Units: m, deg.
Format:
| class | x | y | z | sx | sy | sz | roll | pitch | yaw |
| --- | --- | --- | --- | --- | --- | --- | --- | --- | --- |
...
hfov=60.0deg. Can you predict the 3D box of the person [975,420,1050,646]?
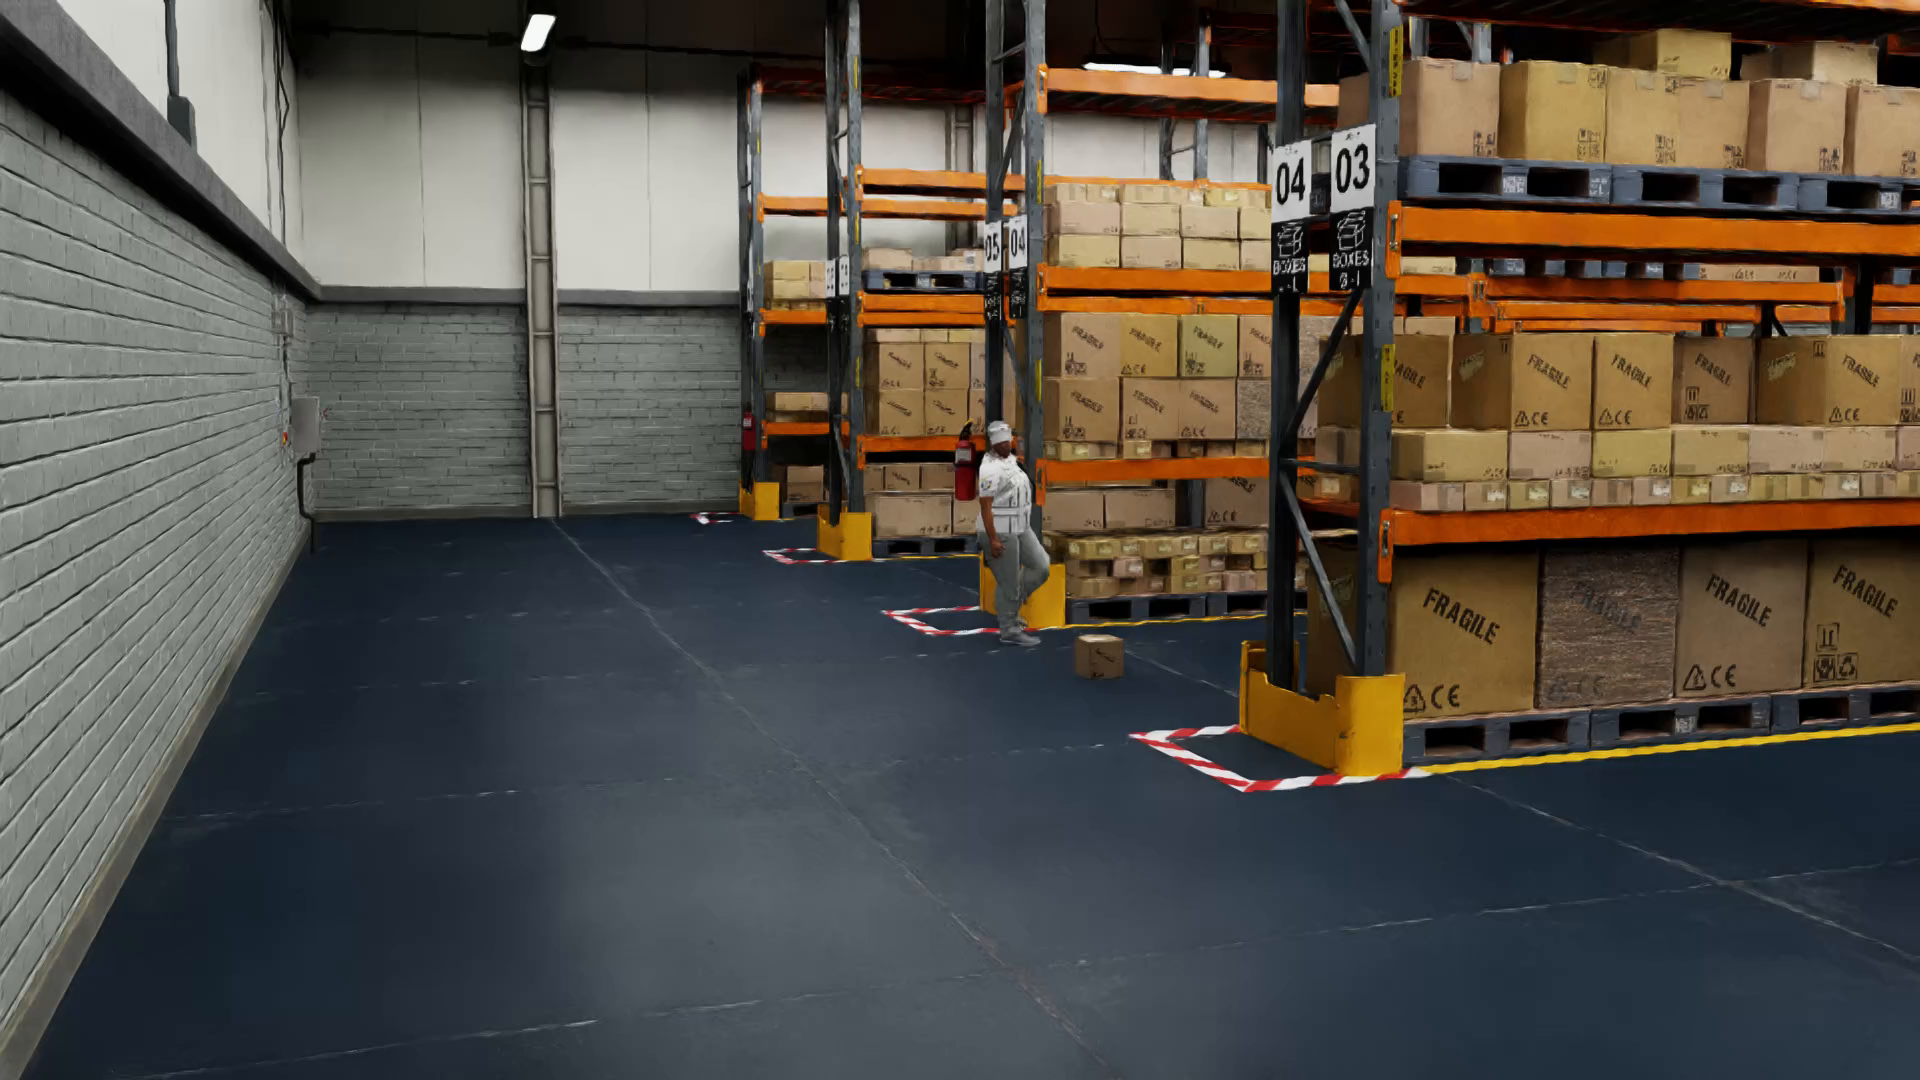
| class | x | y | z | sx | sy | sz | roll | pitch | yaw |
| --- | --- | --- | --- | --- | --- | --- | --- | --- | --- |
| person | 0.382 | -0.047 | 12.061 | 0.483 | 1.653 | 0.649 | 2 | 6 | 20 |
